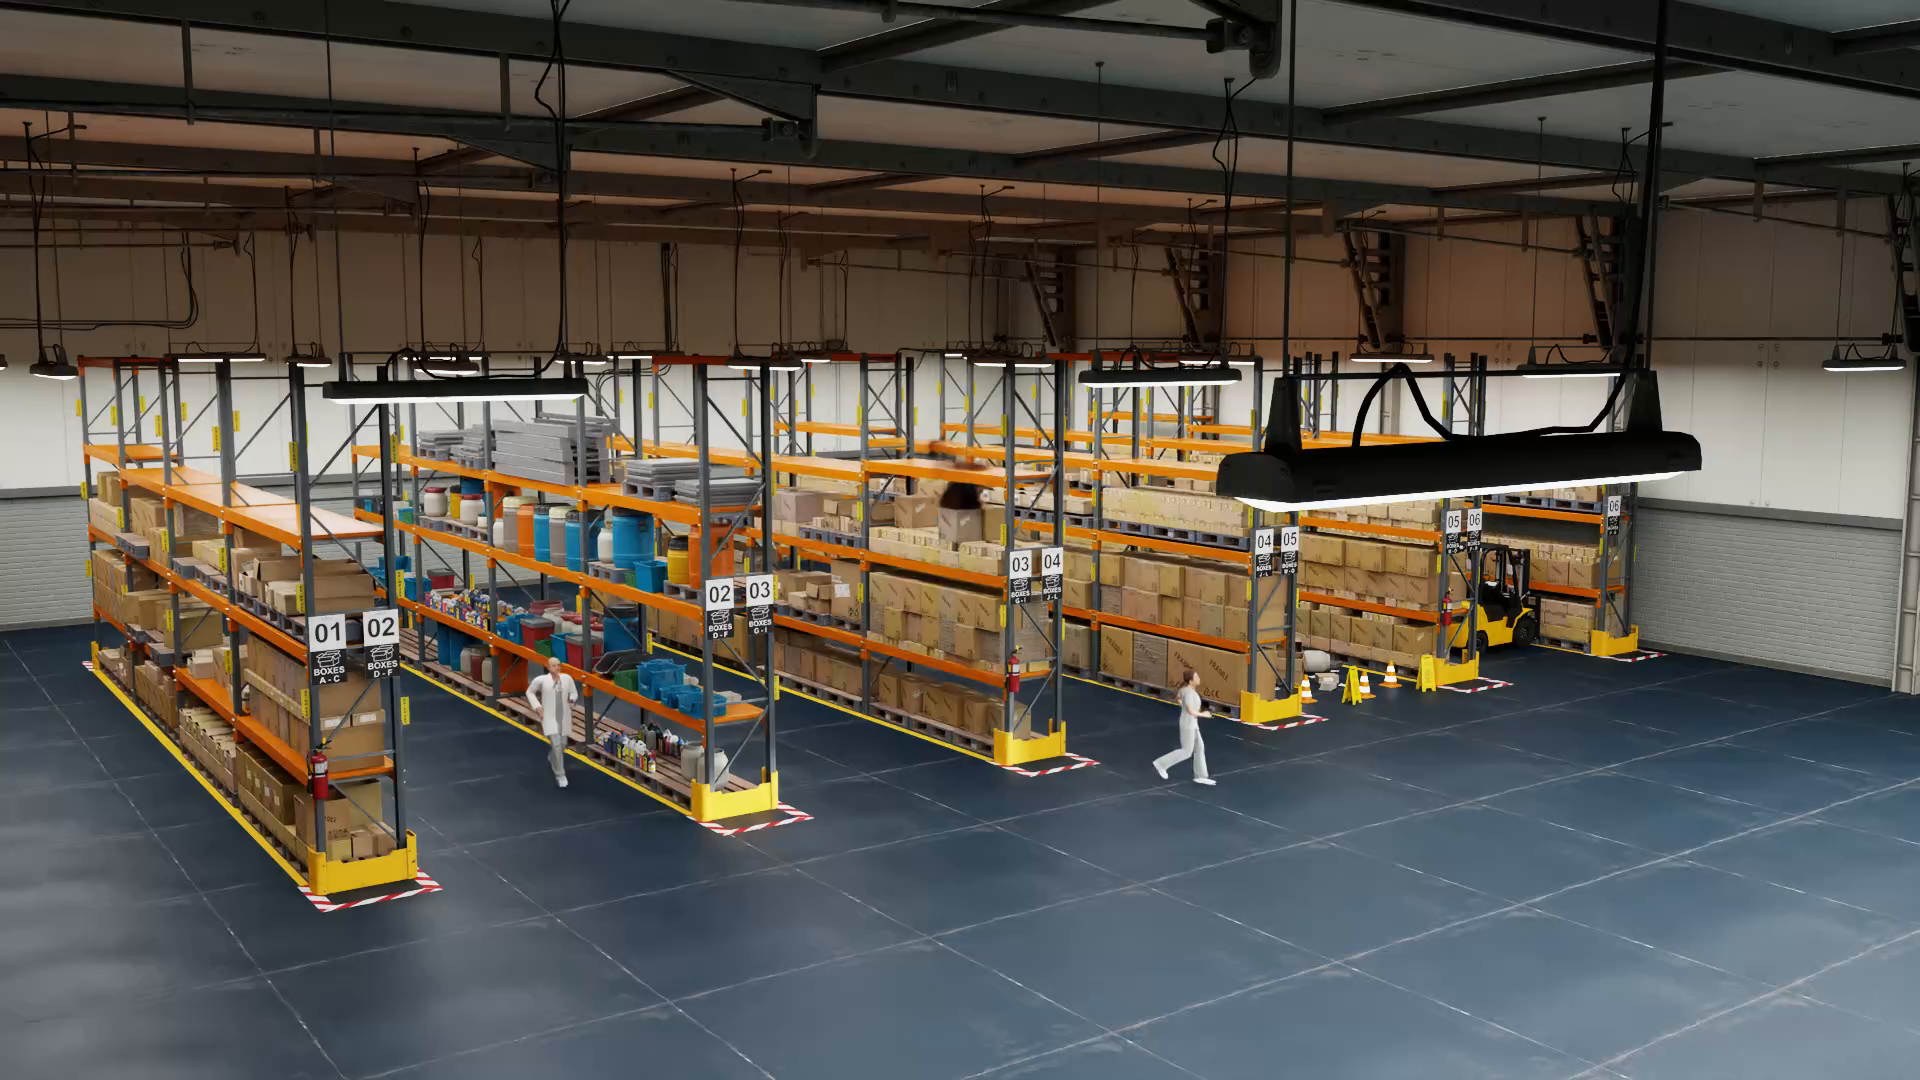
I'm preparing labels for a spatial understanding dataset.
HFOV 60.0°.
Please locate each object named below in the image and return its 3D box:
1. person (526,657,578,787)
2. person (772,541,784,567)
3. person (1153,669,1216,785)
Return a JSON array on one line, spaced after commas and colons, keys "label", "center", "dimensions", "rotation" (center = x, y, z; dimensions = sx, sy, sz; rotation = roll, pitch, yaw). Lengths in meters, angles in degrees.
[{"label": "person", "center": [-5.797, 2.562, 23.801], "dimensions": [0.705, 1.794, 0.921], "rotation": [-5, 8, -34]}, {"label": "person", "center": [-4.608, 0.463, 41.892], "dimensions": [0.617, 1.688, 0.707], "rotation": [-3, 8, -26]}, {"label": "person", "center": [3.197, 2.658, 23.636], "dimensions": [0.902, 1.671, 0.577], "rotation": [0, 7, 3]}]
